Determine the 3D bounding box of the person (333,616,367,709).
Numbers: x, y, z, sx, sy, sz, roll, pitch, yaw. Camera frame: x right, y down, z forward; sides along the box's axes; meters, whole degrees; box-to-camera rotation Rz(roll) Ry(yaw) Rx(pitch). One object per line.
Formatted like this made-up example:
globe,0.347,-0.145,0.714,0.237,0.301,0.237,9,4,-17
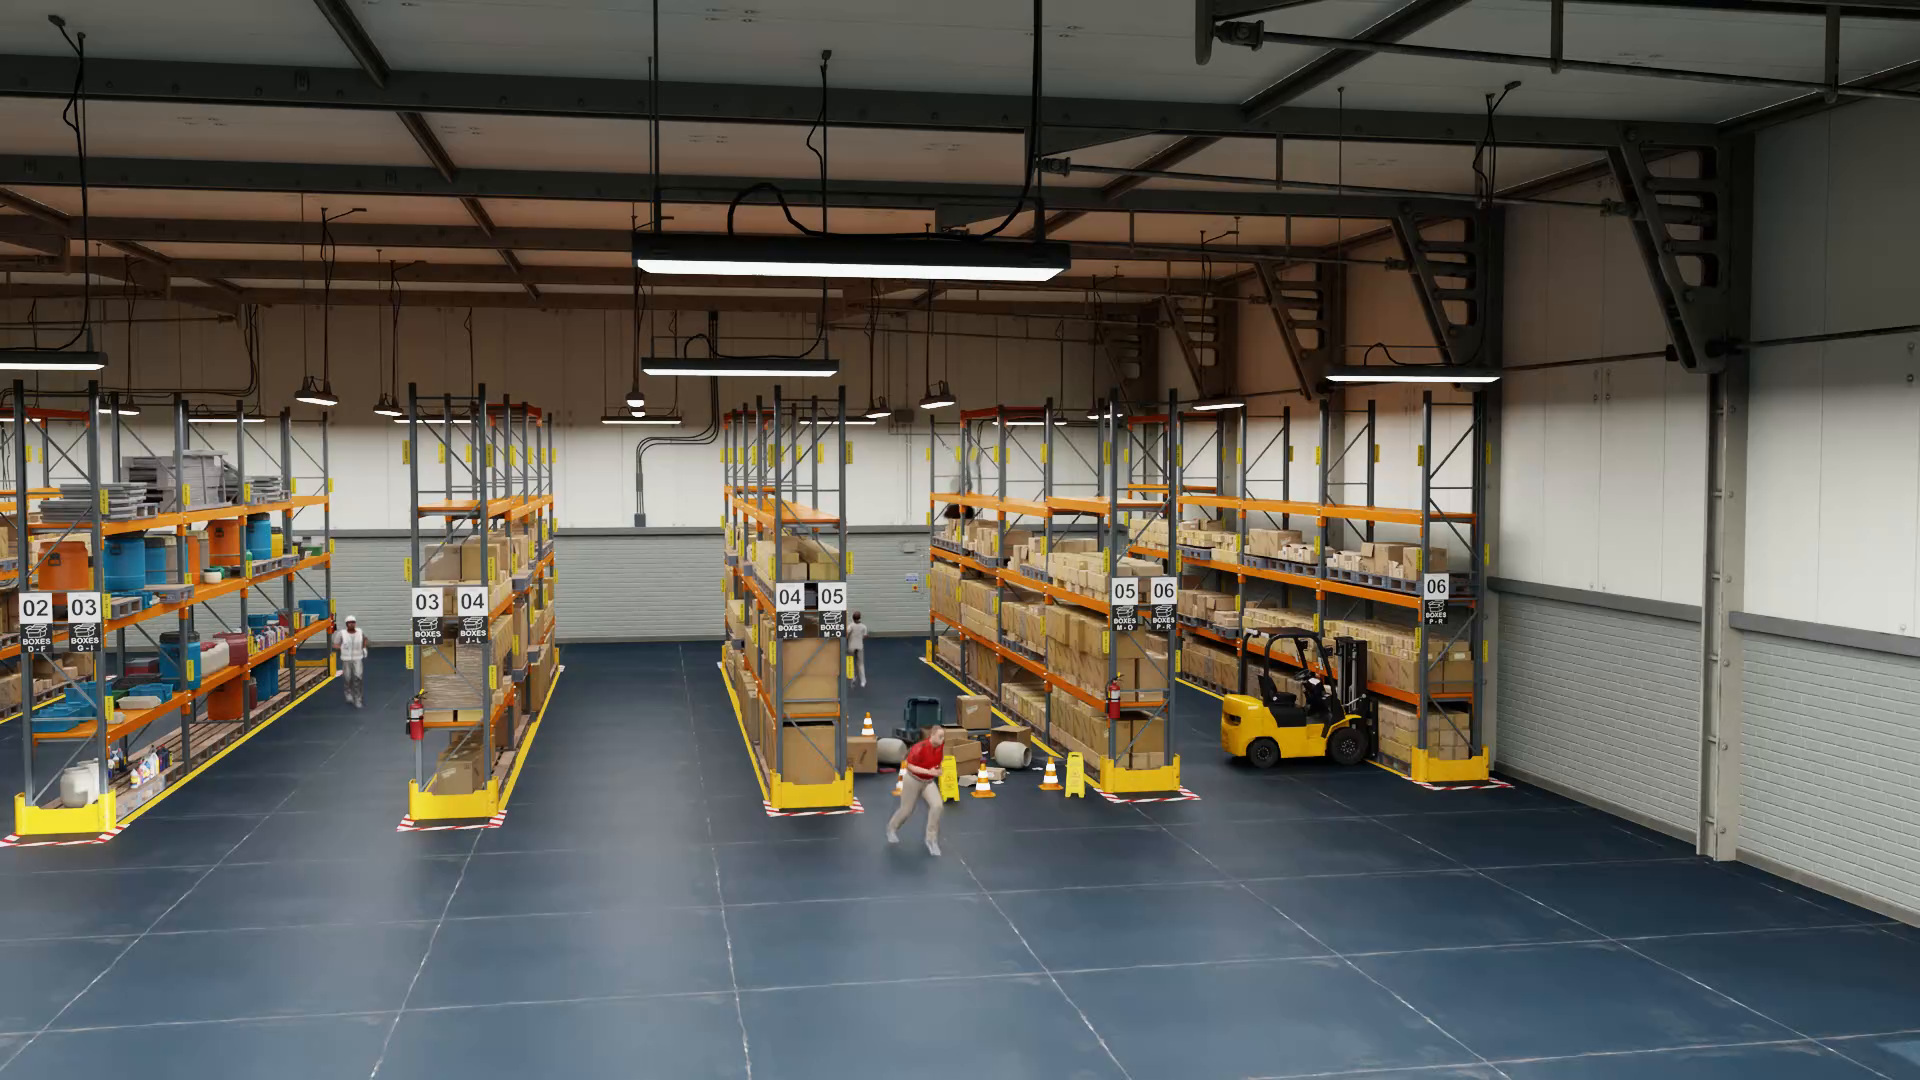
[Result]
person,-12.164,2.420,33.205,0.662,1.835,0.816,-1,3,-23

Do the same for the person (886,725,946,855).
person,-0.537,3.151,21.108,1.018,1.696,0.705,3,4,43

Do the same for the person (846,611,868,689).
person,-2.237,2.372,35.484,0.571,1.693,0.865,-1,3,-12
